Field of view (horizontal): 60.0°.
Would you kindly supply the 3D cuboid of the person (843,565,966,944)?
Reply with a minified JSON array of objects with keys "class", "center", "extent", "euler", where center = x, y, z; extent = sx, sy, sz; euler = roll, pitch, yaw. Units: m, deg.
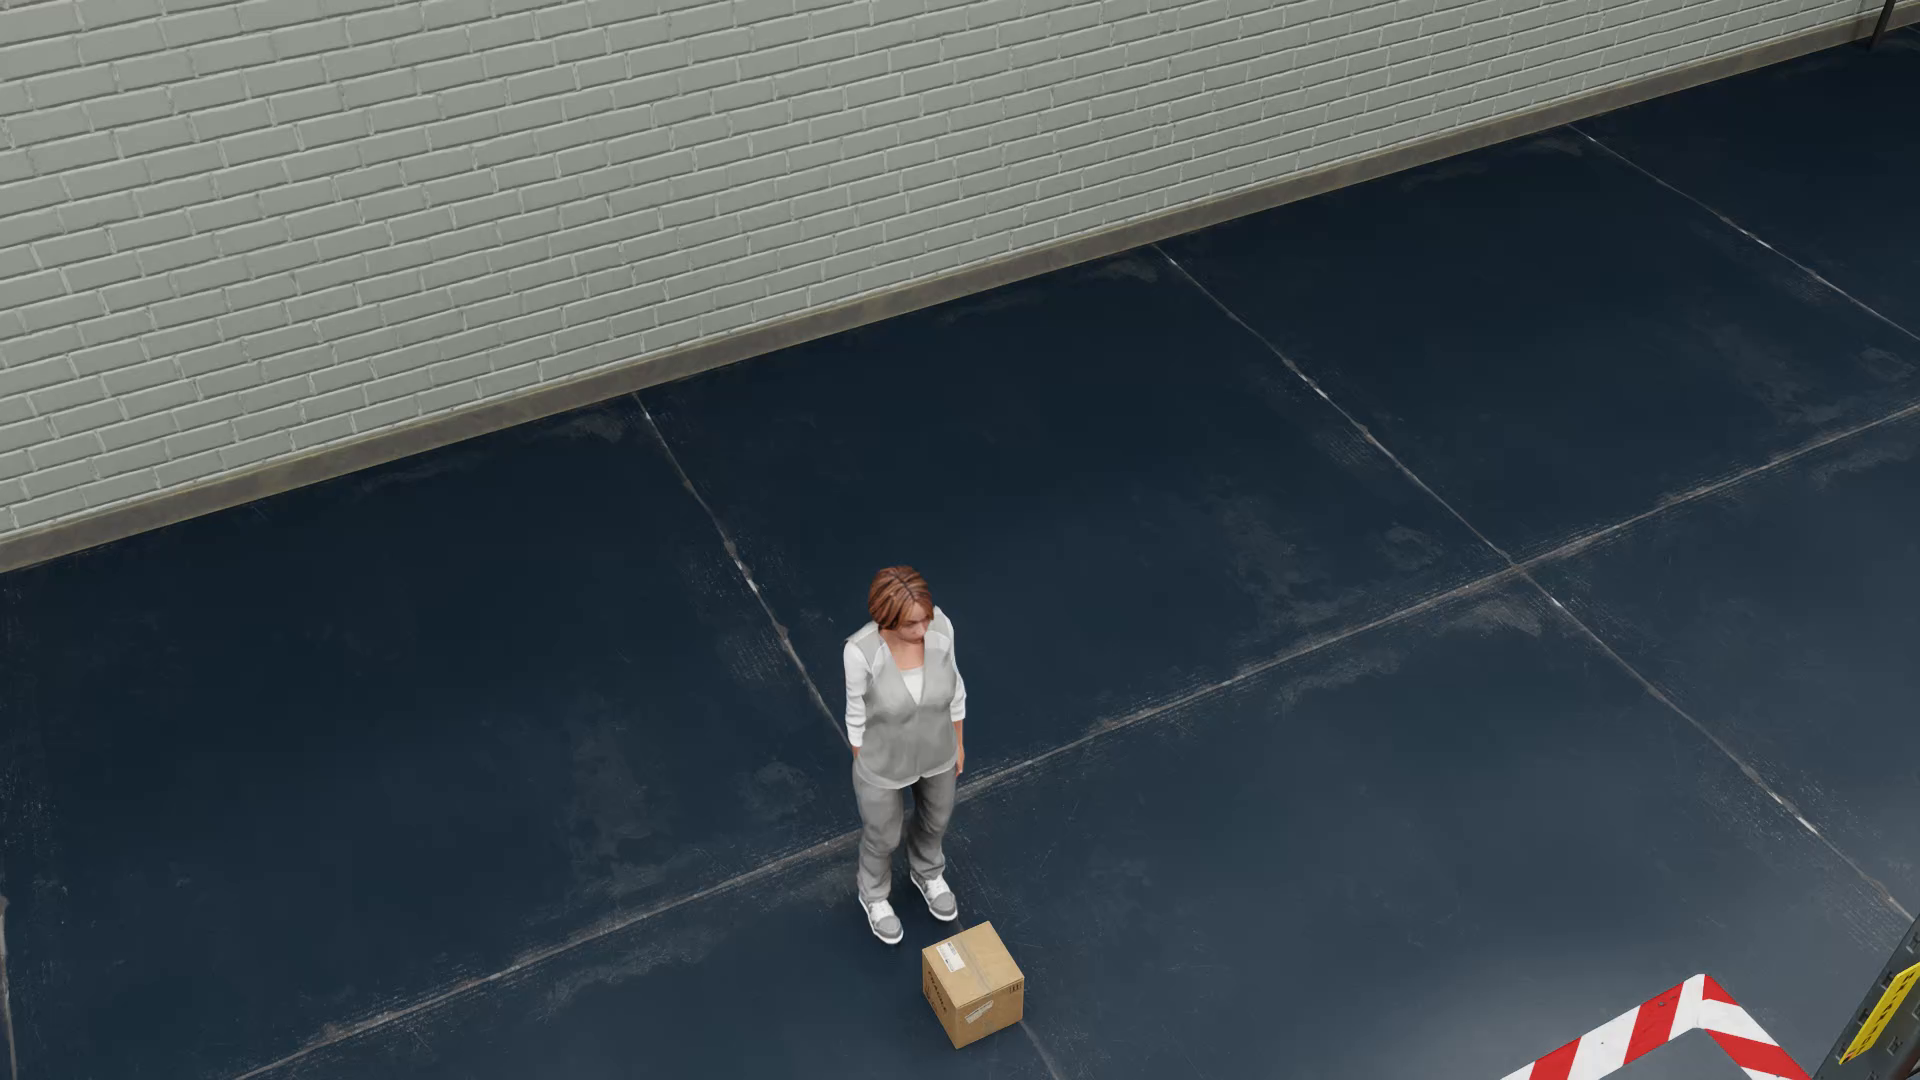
[{"class":"person","center":[-0.165,0.738,5.430],"extent":[0.405,1.484,0.304],"euler":[-18,45,-19]}]
